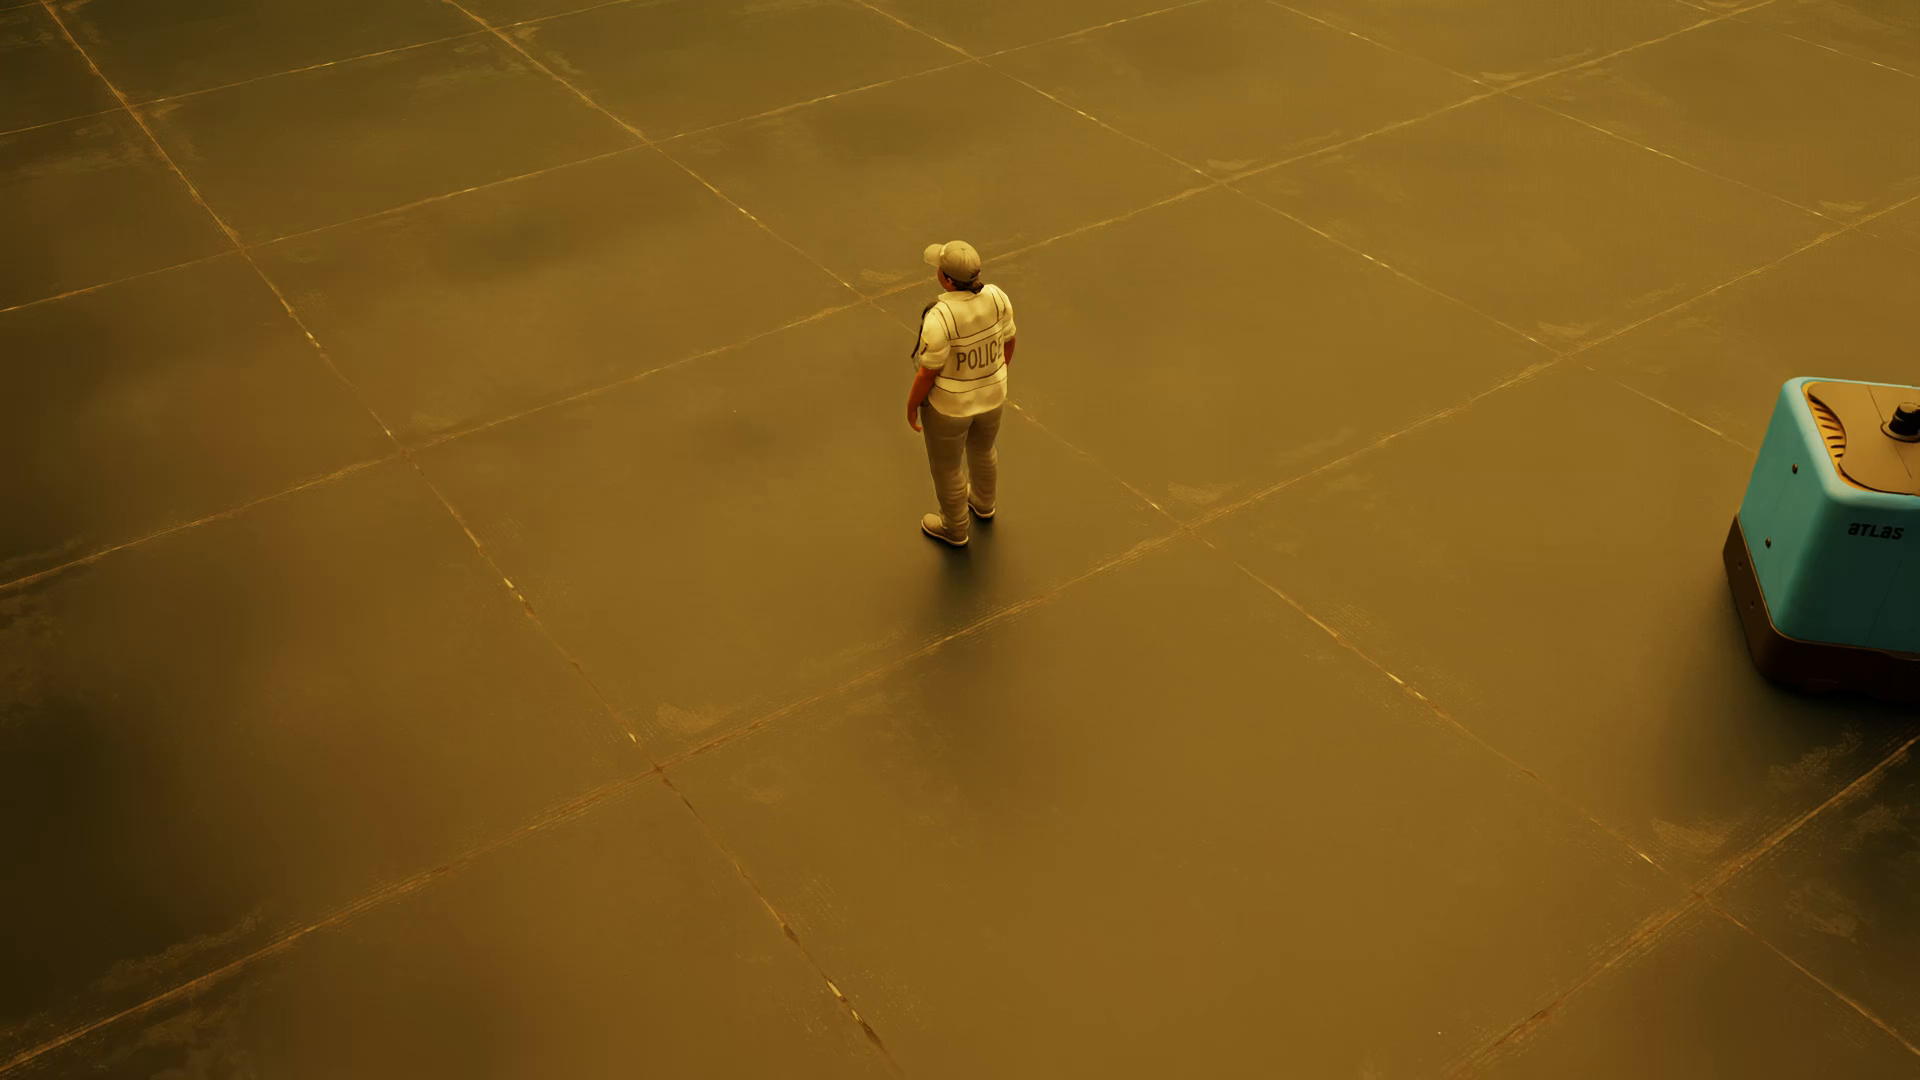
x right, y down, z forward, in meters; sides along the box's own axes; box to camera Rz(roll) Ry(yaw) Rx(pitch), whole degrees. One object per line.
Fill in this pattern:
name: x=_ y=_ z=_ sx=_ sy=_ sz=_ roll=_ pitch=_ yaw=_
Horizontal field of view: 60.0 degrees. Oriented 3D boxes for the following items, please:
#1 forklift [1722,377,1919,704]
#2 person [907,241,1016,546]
forklift: x=5.165 y=-0.634 z=6.801 sx=3.031 sy=2.935 sz=1.130 roll=6 pitch=37 yaw=9
person: x=-0.026 y=-0.721 z=7.971 sx=0.598 sy=1.670 sz=0.529 roll=-23 pitch=42 yaw=-28
